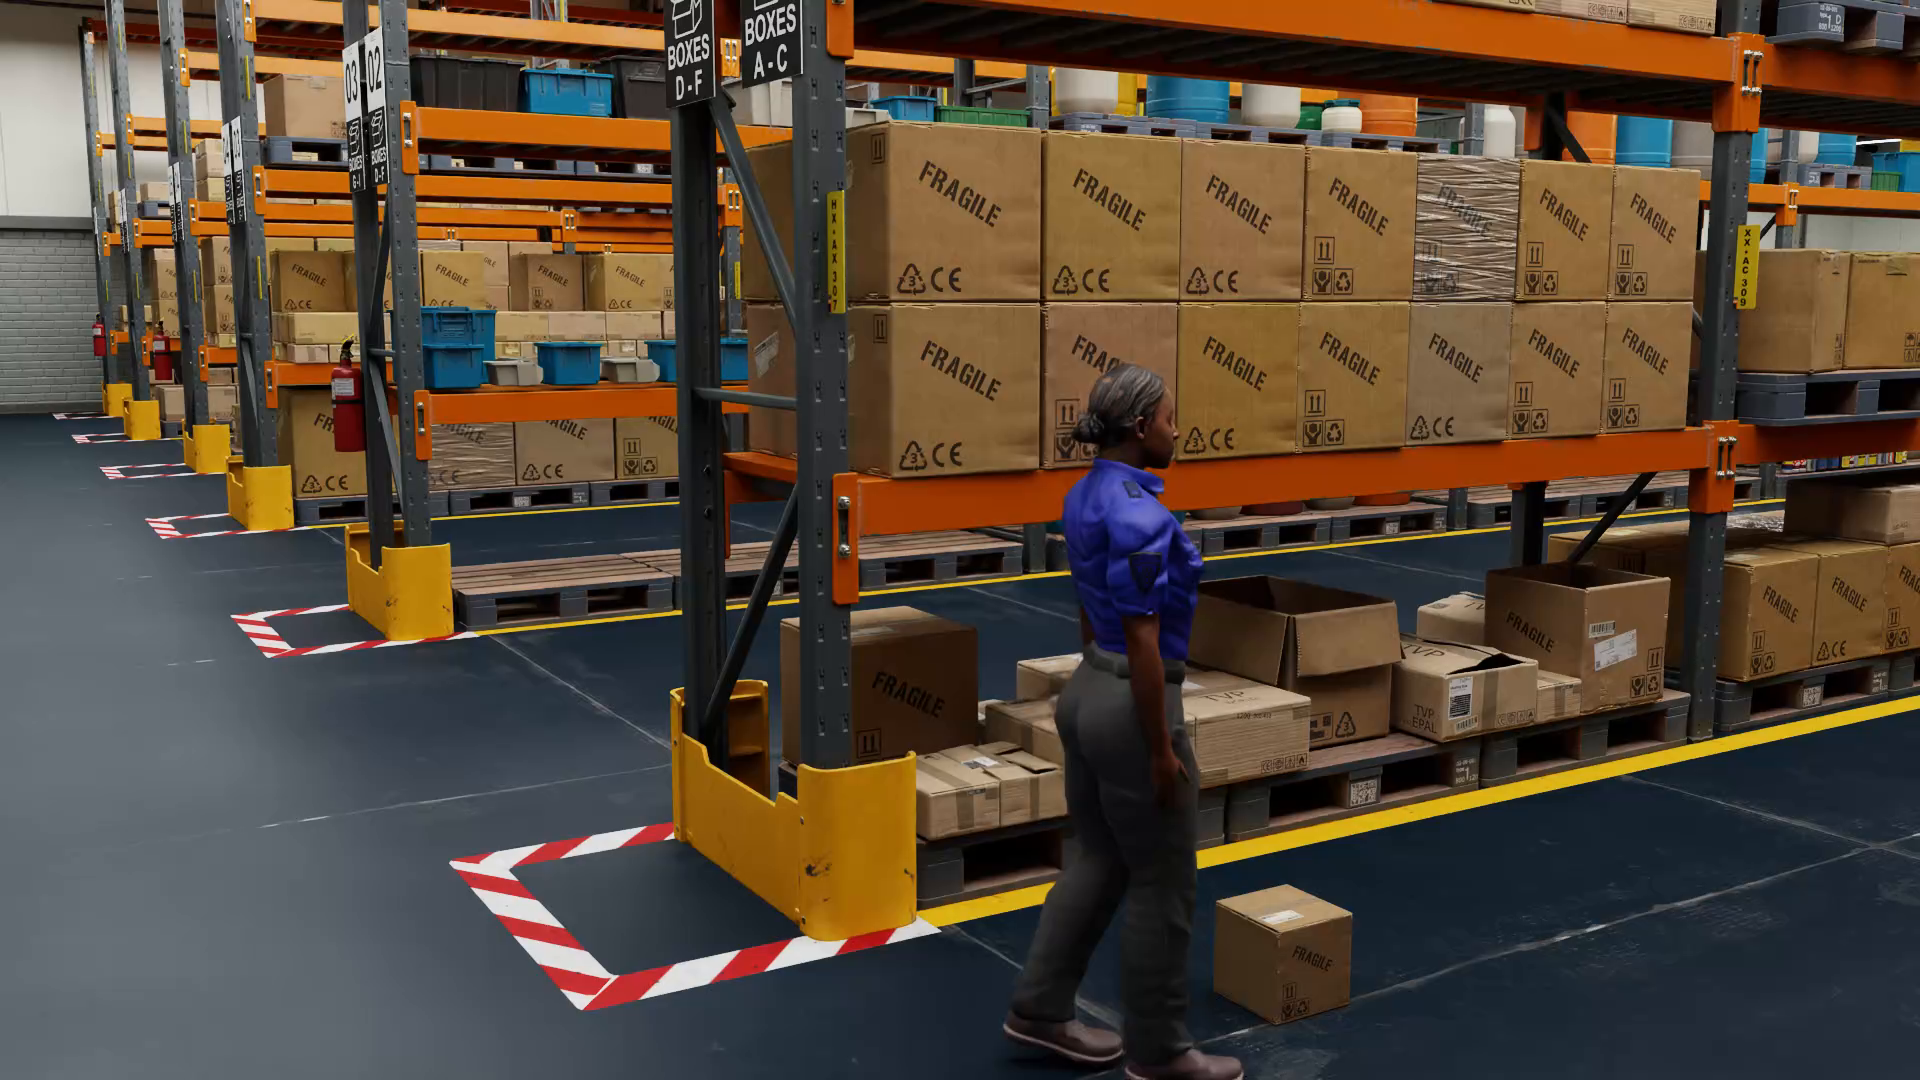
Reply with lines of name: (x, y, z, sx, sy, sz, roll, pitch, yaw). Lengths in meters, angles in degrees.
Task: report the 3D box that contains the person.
person: (0.385, 0.434, 3.826, 0.528, 1.673, 0.454, -2, 9, -14)
